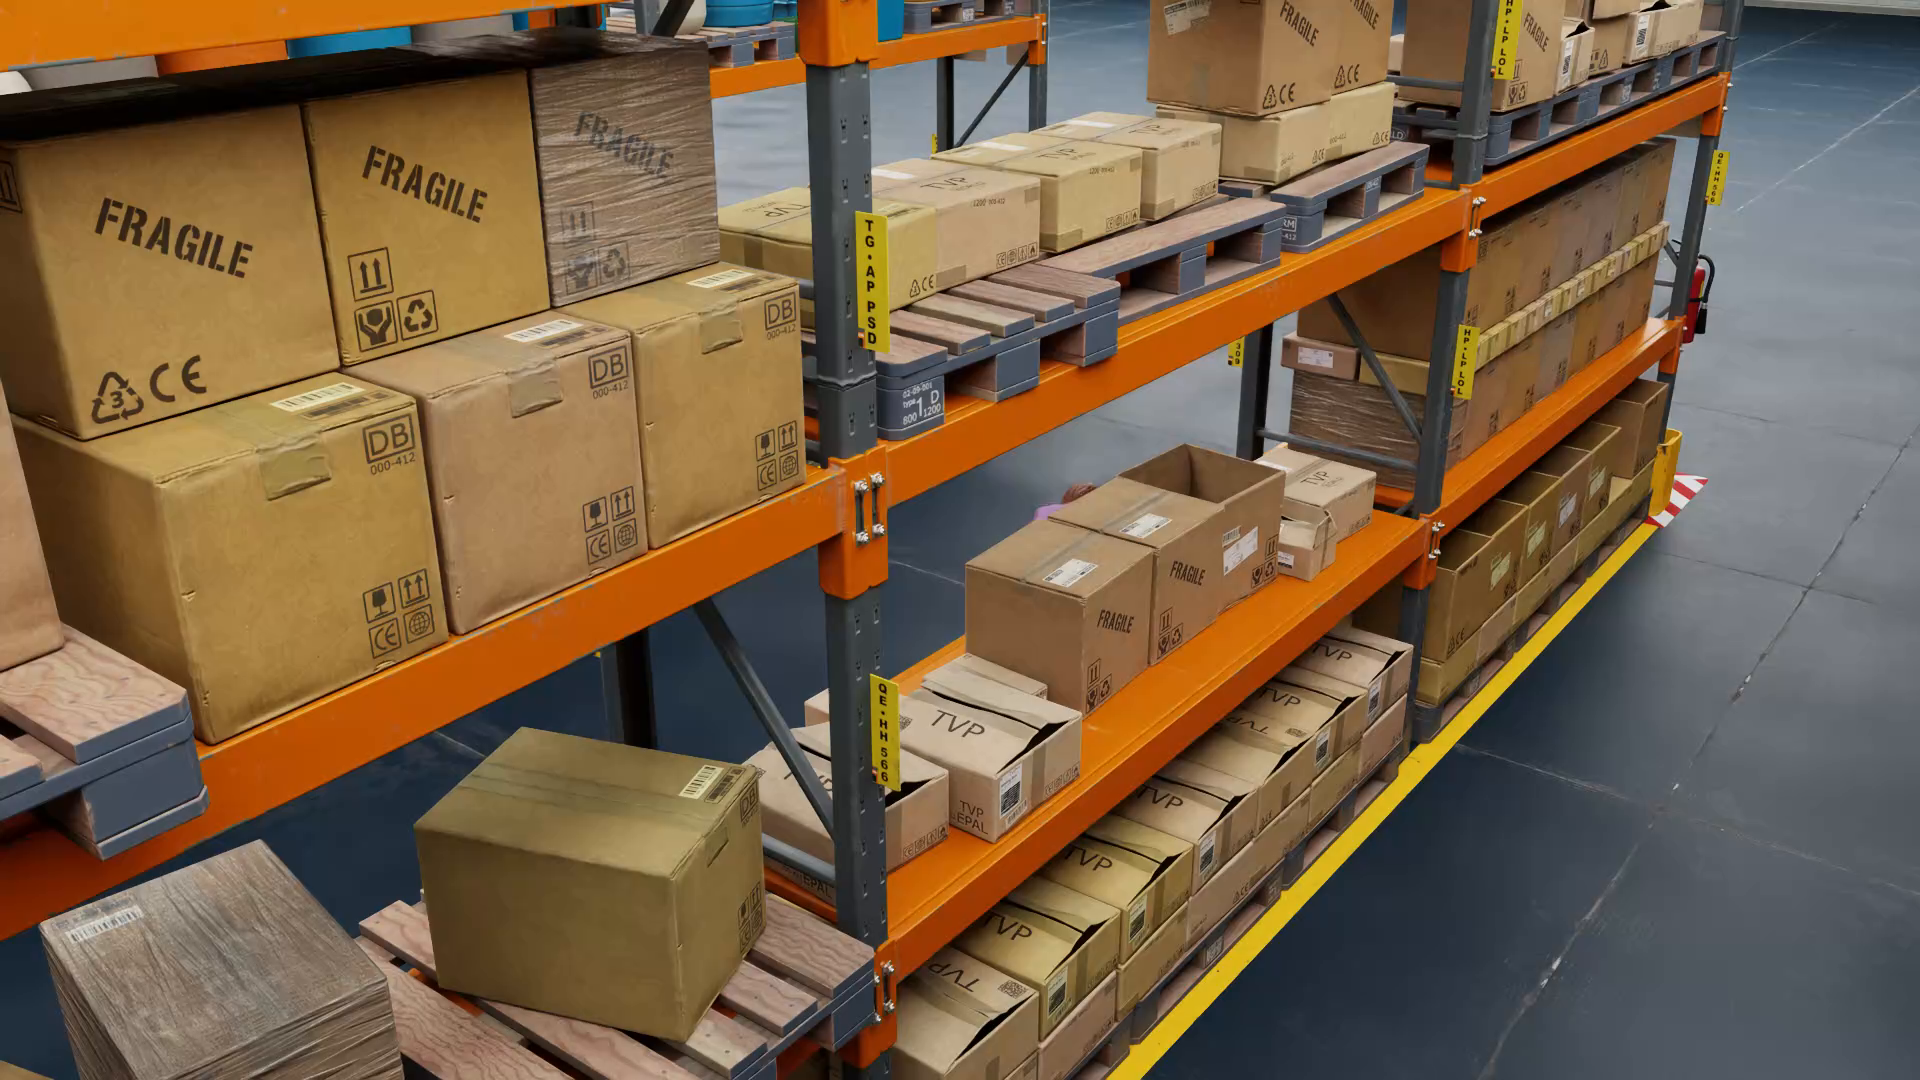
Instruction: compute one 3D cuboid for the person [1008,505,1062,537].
[{"bbox_3d":[0.569,0.192,9.042,0.420,0.898,0.855,17,29,34],"label":"person"}]
